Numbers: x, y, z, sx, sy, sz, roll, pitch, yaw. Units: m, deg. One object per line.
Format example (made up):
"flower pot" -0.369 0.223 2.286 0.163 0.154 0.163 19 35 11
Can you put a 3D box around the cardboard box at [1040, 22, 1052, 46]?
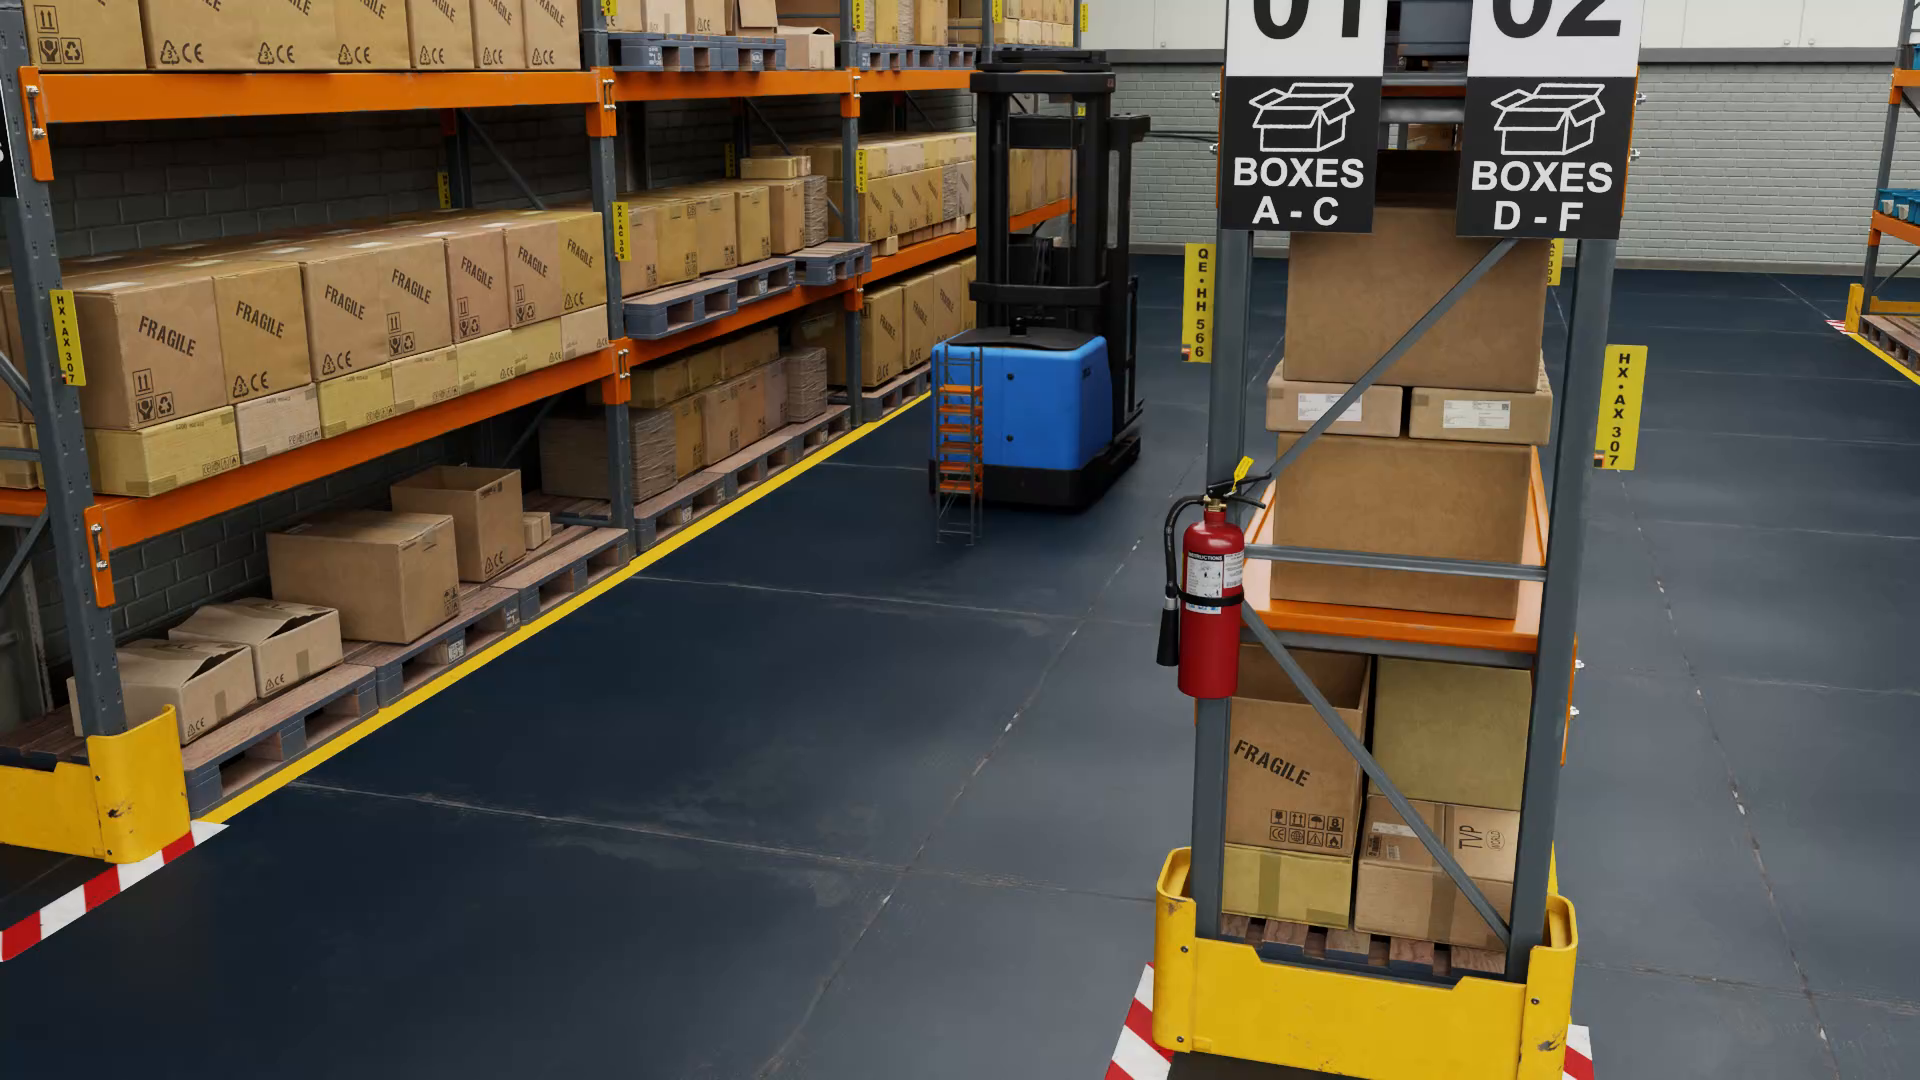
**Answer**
"cardboard box" 0.733 -5.638 18.535 0.500 0.250 0.500 4 16 14

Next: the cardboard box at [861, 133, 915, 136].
"cardboard box" -0.683 -3.779 16.018 0.500 0.250 0.500 5 17 17

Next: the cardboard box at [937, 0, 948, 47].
"cardboard box" -0.516 -4.937 15.750 0.700 0.500 0.500 4 16 13

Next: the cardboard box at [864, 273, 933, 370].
"cardboard box" -0.707 -1.988 15.010 0.750 0.750 0.750 5 16 16

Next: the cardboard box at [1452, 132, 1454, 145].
"cardboard box" 4.629 -3.888 16.524 0.500 0.500 0.500 4 16 15

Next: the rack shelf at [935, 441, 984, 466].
"rack shelf" -0.004 -0.531 10.164 0.258 0.103 0.180 5 16 16

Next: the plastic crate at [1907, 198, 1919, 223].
"plastic crate" 9.715 -3.298 16.658 0.416 0.233 0.300 5 16 16

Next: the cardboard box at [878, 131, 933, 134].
"cardboard box" -0.541 -3.917 16.502 0.500 0.250 0.500 5 17 18

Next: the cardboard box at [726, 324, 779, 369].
"cardboard box" -1.674 -1.442 12.317 0.500 0.250 0.500 5 17 17

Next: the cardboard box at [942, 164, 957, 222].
"cardboard box" -0.336 -3.251 15.529 0.500 0.500 0.500 5 16 16

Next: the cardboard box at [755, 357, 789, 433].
"cardboard box" -1.710 -1.100 12.485 0.700 0.500 0.500 5 16 16

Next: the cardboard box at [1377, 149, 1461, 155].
"cardboard box" 2.197 -1.535 7.683 0.700 0.500 0.500 5 17 16

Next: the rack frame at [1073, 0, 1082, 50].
"rack frame" 0.976 -7.388 19.886 1.000 3.000 0.127 5 16 16

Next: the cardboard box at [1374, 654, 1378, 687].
"cardboard box" 1.460 0.270 6.774 0.500 0.500 0.500 5 16 16

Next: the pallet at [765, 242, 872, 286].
"pallet" -1.398 -2.122 12.665 1.213 0.211 1.003 5 16 16

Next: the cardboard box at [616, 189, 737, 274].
"cardboard box" -1.934 -2.073 11.152 0.700 0.500 0.500 7 17 24

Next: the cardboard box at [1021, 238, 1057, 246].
"cardboard box" 0.940 -3.508 19.822 0.380 0.149 0.250 5 17 17

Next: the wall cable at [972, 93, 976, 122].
"wall cable" 0.433 -5.399 22.005 0.084 1.984 1.851 5 16 16

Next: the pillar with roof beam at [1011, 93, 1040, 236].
"pillar with roof beam" 5.042 -7.828 21.436 9.100 9.000 0.400 5 16 16

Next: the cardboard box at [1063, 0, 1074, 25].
"cardboard box" 1.030 -6.271 19.393 0.500 0.500 0.500 5 16 16

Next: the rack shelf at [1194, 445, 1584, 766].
"rack shelf" 1.748 -0.110 6.538 1.077 0.370 4.000 5 16 16

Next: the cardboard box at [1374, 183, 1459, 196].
"cardboard box" 1.484 -0.878 5.367 0.700 0.500 0.500 4 16 14

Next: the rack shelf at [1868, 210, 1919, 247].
"rack shelf" 9.906 -2.864 16.249 1.077 0.370 4.000 5 16 16

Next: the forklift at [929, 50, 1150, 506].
"forklift" 0.722 -1.990 11.975 1.130 2.935 3.031 5 17 17

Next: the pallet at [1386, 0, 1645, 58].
"pallet" 1.406 -1.516 4.843 1.003 0.211 1.213 5 16 16

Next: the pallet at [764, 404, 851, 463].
"pallet" -1.521 -0.863 12.985 1.003 0.211 1.213 5 16 16

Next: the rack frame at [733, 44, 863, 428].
"rack frame" -1.297 -2.409 13.325 1.000 3.000 0.127 5 16 16

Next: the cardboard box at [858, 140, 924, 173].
"cardboard box" -0.631 -3.341 14.472 0.500 0.250 0.500 5 17 16

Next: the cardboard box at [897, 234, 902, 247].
"cardboard box" -0.726 -2.638 14.557 0.380 0.149 0.250 5 17 17

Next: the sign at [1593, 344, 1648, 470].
"sign" 1.710 -0.343 4.309 0.100 0.325 0.005 5 16 16

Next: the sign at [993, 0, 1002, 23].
"sign" 0.363 -5.259 16.353 0.100 0.325 0.005 5 16 16

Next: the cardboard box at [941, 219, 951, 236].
"cardboard box" -0.303 -2.969 15.724 0.380 0.149 0.250 5 16 16

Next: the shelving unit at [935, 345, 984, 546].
"shelving unit" -0.004 -0.573 10.152 0.258 1.200 0.189 5 16 16

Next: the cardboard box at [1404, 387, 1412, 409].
"cardboard box" 1.469 -0.240 5.494 0.700 0.500 0.500 5 17 17

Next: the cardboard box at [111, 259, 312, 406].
"cardboard box" -2.997 -0.844 6.673 0.500 0.500 0.500 5 16 16

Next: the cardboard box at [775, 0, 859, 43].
"cardboard box" -1.217 -4.241 13.297 0.700 0.500 0.500 3 16 12

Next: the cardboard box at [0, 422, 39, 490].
"cardboard box" -3.624 -0.391 6.448 0.500 0.250 0.500 5 17 17

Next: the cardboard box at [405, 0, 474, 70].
"cardboard box" -2.618 -2.433 7.692 0.500 0.500 0.500 4 16 14

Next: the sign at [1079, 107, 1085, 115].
"sign" 1.493 -5.127 20.353 0.100 0.325 0.005 5 16 16

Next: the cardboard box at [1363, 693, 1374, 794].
"cardboard box" 1.320 0.762 6.415 0.500 0.250 0.500 5 16 16

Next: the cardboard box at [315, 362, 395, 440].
"cardboard box" -2.843 -0.626 7.278 0.500 0.250 0.500 4 16 15

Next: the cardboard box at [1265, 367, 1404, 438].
"cardboard box" 1.106 -0.408 4.898 0.380 0.149 0.250 4 16 15

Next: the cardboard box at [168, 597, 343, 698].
"cardboard box" -3.126 0.443 7.392 0.500 0.311 0.500 6 17 20

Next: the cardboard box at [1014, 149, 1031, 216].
"cardboard box" 0.222 -3.931 18.142 0.980 0.700 0.700 4 16 14

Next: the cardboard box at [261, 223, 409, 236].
"cardboard box" -3.065 -1.289 8.240 0.500 0.500 0.500 5 17 17

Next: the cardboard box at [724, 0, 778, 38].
"cardboard box" -1.754 -3.579 11.729 0.797 0.503 0.637 7 17 24

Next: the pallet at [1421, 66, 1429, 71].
"pallet" 3.346 -3.193 10.940 1.213 0.211 1.003 5 17 18

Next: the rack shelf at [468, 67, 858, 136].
"rack shelf" -1.866 -2.983 11.169 1.077 0.370 4.000 5 16 16

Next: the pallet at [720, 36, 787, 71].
"pallet" -1.865 -3.140 10.750 1.213 0.211 1.003 5 16 16

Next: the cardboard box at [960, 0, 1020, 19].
"cardboard box" 0.311 -5.602 17.034 0.500 0.500 0.500 4 16 15

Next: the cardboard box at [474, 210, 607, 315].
"cardboard box" -2.272 -1.513 9.031 0.500 0.500 0.500 5 16 16

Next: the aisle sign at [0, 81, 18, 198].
"aisle sign" -3.303 -1.524 5.443 0.394 0.787 0.004 5 16 16

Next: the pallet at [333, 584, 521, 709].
"pallet" -2.936 0.478 8.258 1.003 0.211 1.213 5 16 16
